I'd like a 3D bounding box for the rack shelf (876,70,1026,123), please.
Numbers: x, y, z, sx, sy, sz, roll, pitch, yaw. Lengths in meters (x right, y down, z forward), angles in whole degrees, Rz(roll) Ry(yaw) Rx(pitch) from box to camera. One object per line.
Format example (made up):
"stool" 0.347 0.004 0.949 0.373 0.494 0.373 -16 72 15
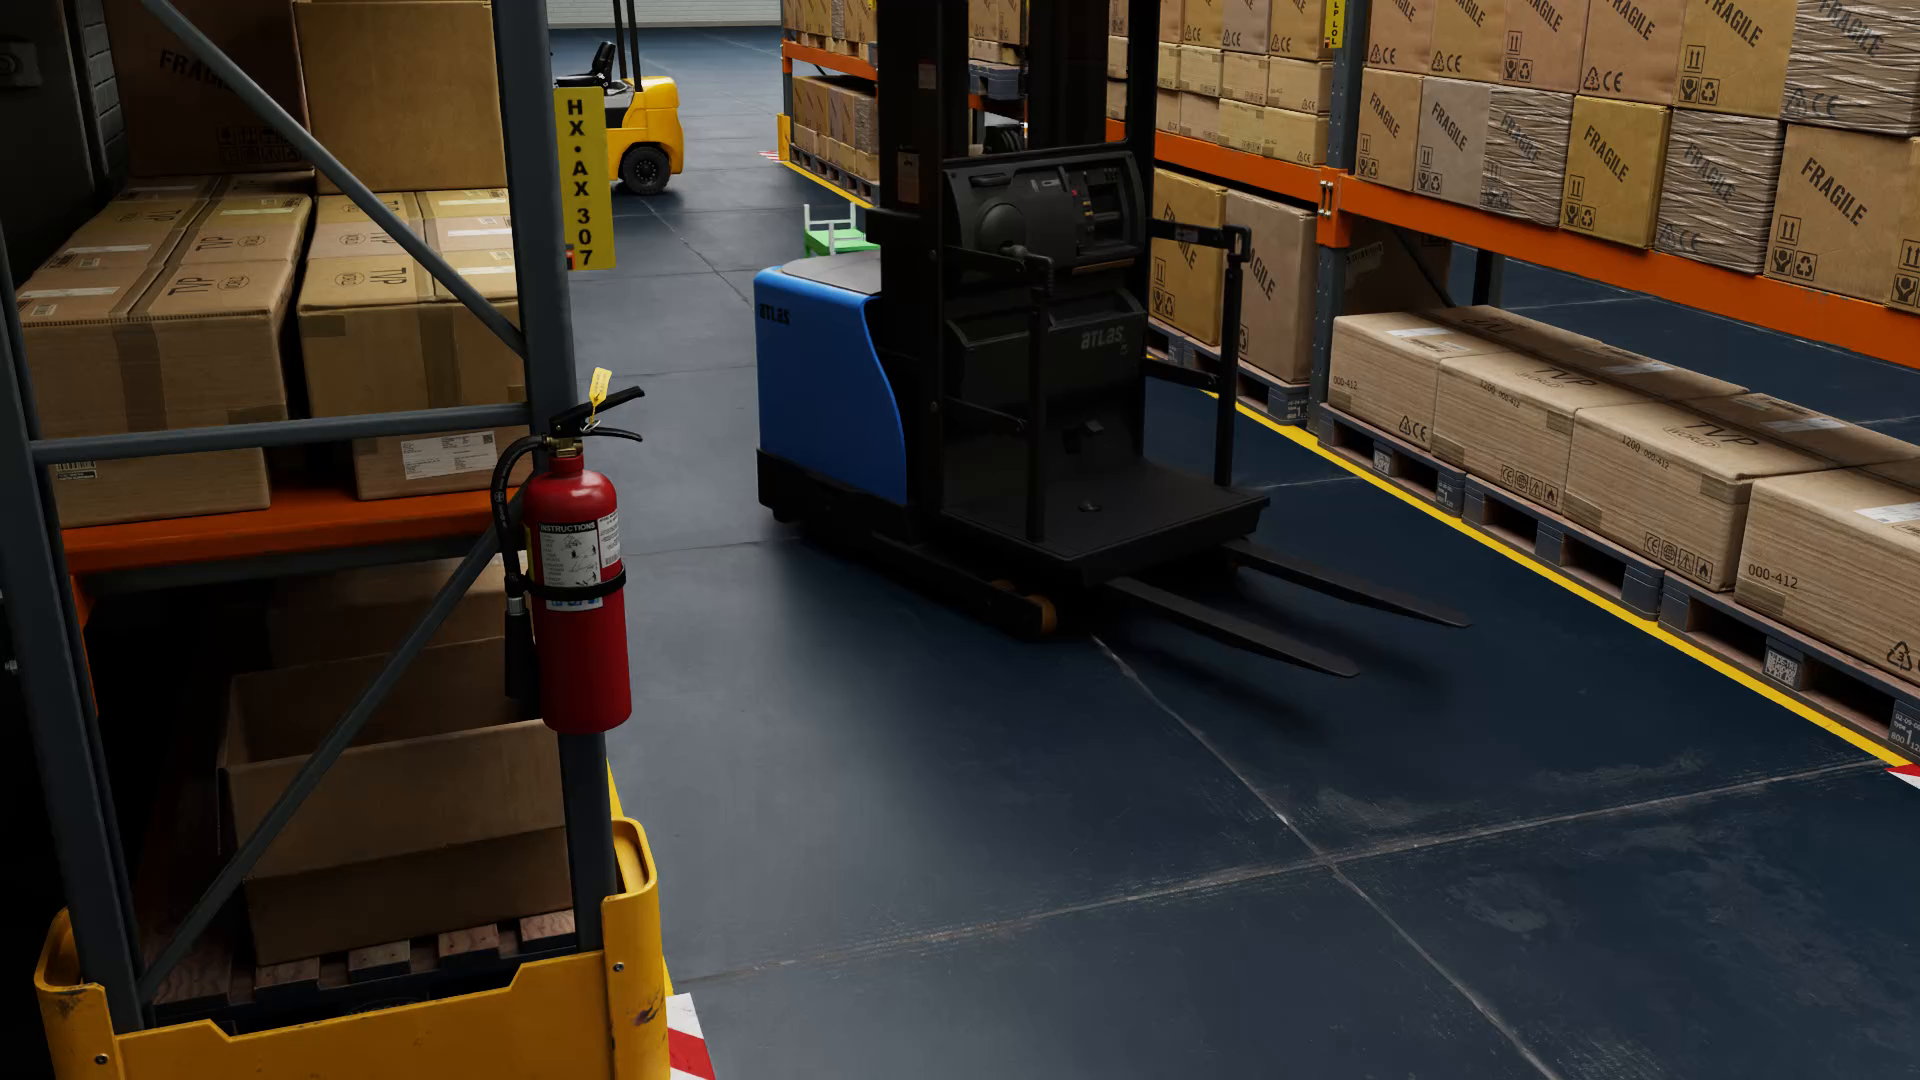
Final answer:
"rack shelf" 0.367 -3.586 13.528 1.077 0.370 4.000 -6 21 -17

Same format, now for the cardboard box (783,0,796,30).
"cardboard box" -1.633 -5.856 18.195 0.500 0.500 0.500 -7 21 -18

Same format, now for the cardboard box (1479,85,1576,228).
"cardboard box" 2.456 -1.546 6.635 0.500 0.500 0.500 -6 21 -17

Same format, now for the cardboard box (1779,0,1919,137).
"cardboard box" 2.940 -1.527 5.105 0.500 0.500 0.500 -6 21 -17

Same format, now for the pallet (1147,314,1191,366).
"pallet" 1.552 -1.319 10.276 1.003 0.211 1.213 -6 21 -17

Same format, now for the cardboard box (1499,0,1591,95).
"cardboard box" 2.476 -2.010 6.449 0.500 0.500 0.500 -6 21 -16

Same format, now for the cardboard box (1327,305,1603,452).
"cardboard box" 2.348 -0.778 7.815 0.875 0.438 0.875 -7 21 -18

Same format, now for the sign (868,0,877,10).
"sign" -0.774 -4.914 14.880 0.100 0.325 0.005 -6 21 -17

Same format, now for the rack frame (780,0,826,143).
"rack frame" -1.519 -5.850 18.767 1.000 3.000 0.127 -6 21 -17

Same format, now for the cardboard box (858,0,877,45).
"cardboard box" -0.638 -4.870 15.450 0.500 0.500 0.500 -7 21 -19

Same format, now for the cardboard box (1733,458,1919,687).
"cardboard box" 3.208 0.091 5.394 0.875 0.438 0.875 -7 21 -19

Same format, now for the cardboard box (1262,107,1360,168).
"cardboard box" 1.872 -2.046 8.397 0.500 0.250 0.500 -7 21 -18

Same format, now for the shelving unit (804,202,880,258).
"shelving unit" -0.530 -0.915 7.690 0.258 1.200 0.503 -6 21 -17

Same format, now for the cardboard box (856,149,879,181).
"cardboard box" -0.703 -3.631 16.036 0.500 0.250 0.500 -5 20 -15

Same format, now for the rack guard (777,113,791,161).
"rack guard" -1.495 -4.650 19.122 1.175 0.500 0.348 -6 21 -17

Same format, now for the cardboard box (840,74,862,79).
"cardboard box" -1.020 -4.877 18.395 0.500 0.500 0.500 -6 21 -17

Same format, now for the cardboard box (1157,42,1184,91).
"cardboard box" 1.374 -2.768 9.666 0.500 0.250 0.500 -6 21 -16

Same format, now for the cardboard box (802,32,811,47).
"cardboard box" -1.473 -5.341 17.722 0.380 0.149 0.250 -6 21 -16

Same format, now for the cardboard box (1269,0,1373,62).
"cardboard box" 1.874 -2.634 8.185 0.500 0.500 0.500 -6 21 -15

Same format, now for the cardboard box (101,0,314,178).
"cardboard box" -2.243 -1.387 5.013 0.500 0.500 0.500 -7 21 -19

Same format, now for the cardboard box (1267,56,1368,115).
"cardboard box" 1.883 -2.280 8.309 0.500 0.250 0.500 -6 21 -17

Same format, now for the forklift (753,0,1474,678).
"forklift" 0.467 -1.213 5.959 1.130 2.935 3.031 -16 25 -38

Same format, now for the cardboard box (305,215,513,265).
"cardboard box" -1.246 -0.593 3.911 0.500 0.250 0.500 -6 21 -17

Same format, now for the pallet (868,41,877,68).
"pallet" -0.160 -4.216 14.500 1.003 0.211 1.213 -6 21 -17

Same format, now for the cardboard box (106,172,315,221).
"cardboard box" -2.074 -0.869 4.680 0.500 0.250 0.500 -6 21 -17

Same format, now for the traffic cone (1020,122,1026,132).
"traffic cone" 0.788 -4.883 19.825 0.336 0.463 0.334 -6 21 -17

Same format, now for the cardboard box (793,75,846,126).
"cardboard box" -1.520 -4.811 18.210 0.500 0.500 0.500 -7 21 -19

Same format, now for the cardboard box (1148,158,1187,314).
"cardboard box" 1.410 -1.964 10.468 0.875 0.875 0.875 -6 21 -17

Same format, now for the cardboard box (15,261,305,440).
"cardboard box" -1.597 -0.376 3.308 0.500 0.250 0.500 -6 21 -16

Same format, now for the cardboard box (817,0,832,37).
"cardboard box" -1.139 -5.364 16.826 0.500 0.500 0.500 -7 21 -18

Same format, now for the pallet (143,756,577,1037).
"pallet" -1.476 0.845 4.252 1.003 0.211 1.213 -6 21 -17

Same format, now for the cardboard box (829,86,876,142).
"cardboard box" -1.025 -4.311 16.819 0.500 0.500 0.500 -5 20 -14

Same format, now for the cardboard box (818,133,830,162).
"cardboard box" -1.191 -4.127 17.416 0.500 0.250 0.500 -5 20 -14

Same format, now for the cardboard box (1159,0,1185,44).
"cardboard box" 1.387 -3.128 9.562 0.500 0.500 0.500 -6 21 -16

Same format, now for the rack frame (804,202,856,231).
"rack frame" -0.604 -0.994 7.909 0.240 1.200 0.015 -6 21 -17

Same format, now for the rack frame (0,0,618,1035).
"rack frame" -1.201 -0.187 3.000 1.000 3.000 0.127 -6 21 -17

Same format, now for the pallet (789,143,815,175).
"pallet" -1.273 -4.249 18.434 1.003 0.211 1.213 -6 21 -17

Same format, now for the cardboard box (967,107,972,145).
"cardboard box" -0.191 -4.041 16.067 0.500 0.500 0.500 -5 20 -15

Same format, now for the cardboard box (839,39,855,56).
"cardboard box" -0.975 -4.845 16.340 0.380 0.149 0.250 -7 21 -18

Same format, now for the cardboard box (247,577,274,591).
"cardboard box" -2.339 0.049 5.937 0.380 0.149 0.250 -7 21 -18

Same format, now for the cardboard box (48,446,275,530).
"cardboard box" -1.560 -0.147 3.260 0.380 0.149 0.250 -7 21 -18

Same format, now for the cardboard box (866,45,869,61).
"cardboard box" -0.652 -4.519 15.433 0.380 0.149 0.250 -7 21 -18

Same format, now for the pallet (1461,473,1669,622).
"pallet" 2.805 -0.043 6.723 1.003 0.211 1.213 -6 21 -17

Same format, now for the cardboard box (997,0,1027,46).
"cardboard box" 0.589 -3.784 11.805 0.500 0.500 0.500 -7 21 -19

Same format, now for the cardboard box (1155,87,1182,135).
"cardboard box" 1.406 -2.539 9.769 0.500 0.250 0.500 -6 21 -17

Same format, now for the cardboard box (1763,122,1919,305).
"cardboard box" 2.964 -1.052 5.261 0.500 0.500 0.500 -7 21 -18

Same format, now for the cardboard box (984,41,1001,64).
"cardboard box" 0.394 -3.597 12.244 0.380 0.149 0.250 -7 21 -18
